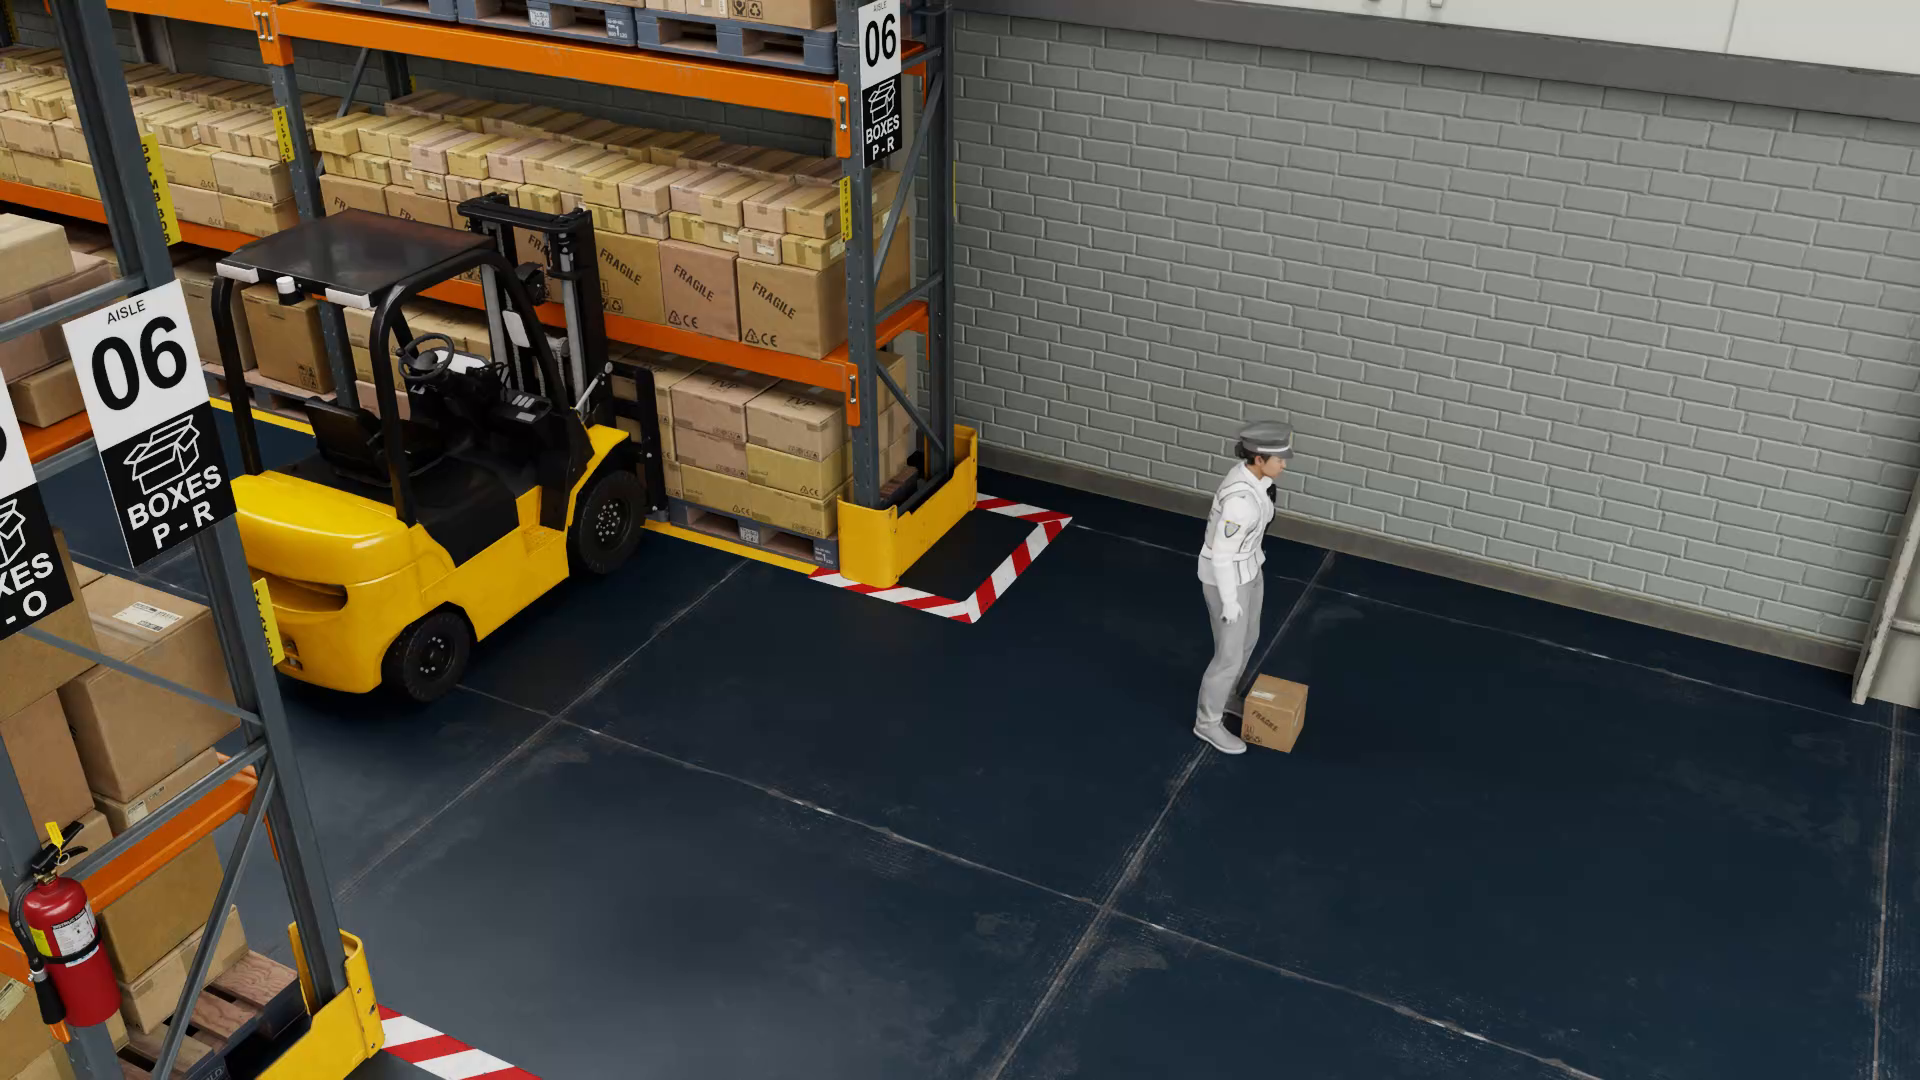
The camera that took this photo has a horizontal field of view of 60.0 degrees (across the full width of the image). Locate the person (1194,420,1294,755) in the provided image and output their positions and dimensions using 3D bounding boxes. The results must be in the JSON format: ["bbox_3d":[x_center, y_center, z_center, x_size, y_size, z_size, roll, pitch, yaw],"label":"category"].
[{"bbox_3d":[1.334,0.193,7.952,0.374,1.662,0.526,13,33,21],"label":"person"}]
